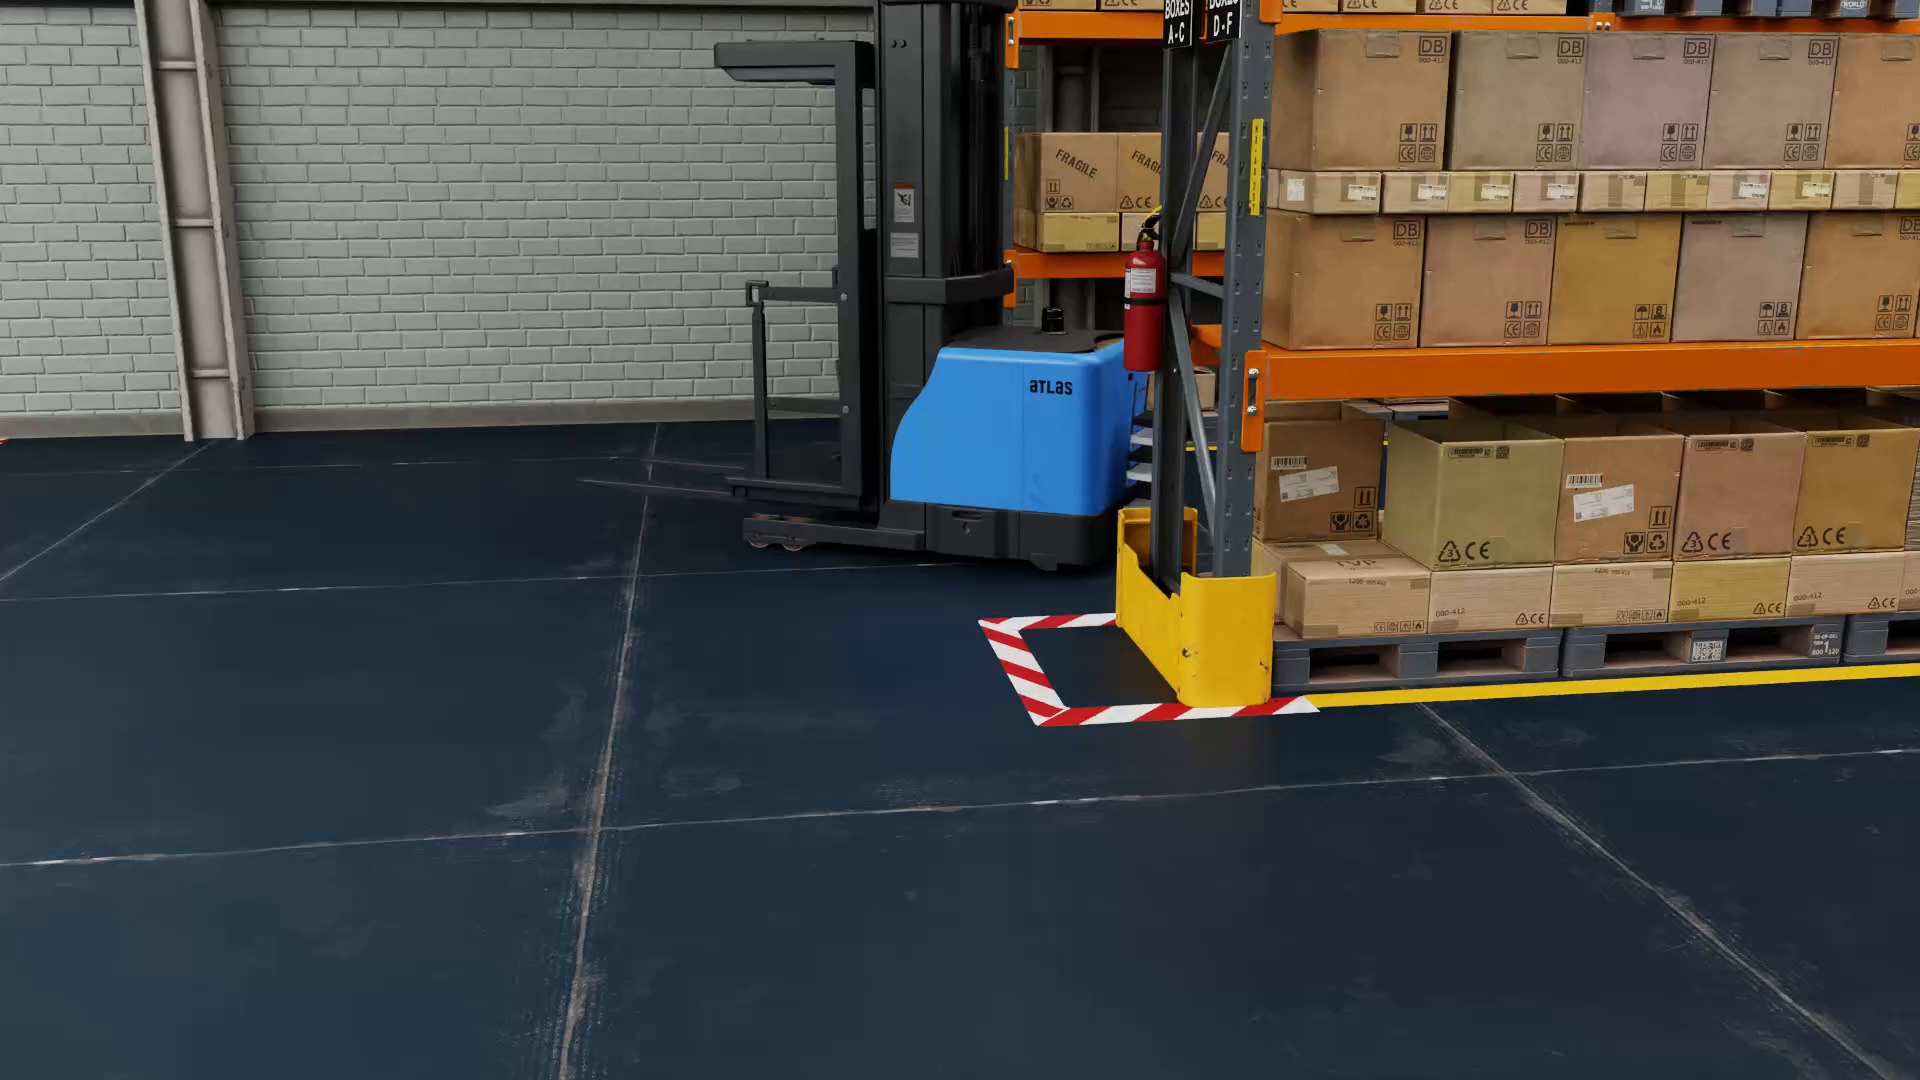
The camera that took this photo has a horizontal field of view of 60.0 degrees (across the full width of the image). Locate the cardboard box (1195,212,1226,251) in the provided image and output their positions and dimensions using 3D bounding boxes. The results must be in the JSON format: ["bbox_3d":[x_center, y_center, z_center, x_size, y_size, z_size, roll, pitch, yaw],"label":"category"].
[{"bbox_3d":[1.756,-2.081,11.120,0.500,0.250,0.500,-2,14,-9],"label":"cardboard box"}]

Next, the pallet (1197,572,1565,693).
[{"bbox_3d":[1.702,0.343,6.921,1.213,0.211,1.003,-2,14,-8],"label":"pallet"}]

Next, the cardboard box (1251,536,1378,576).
[{"bbox_3d":[1.439,0.068,7.075,0.500,0.250,0.500,-2,14,-8],"label":"cardboard box"}]

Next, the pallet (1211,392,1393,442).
[{"bbox_3d":[2.298,-0.878,11.788,1.213,0.211,1.003,-2,14,-8],"label":"pallet"}]

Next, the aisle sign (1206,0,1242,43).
[{"bbox_3d":[0.933,-2.157,5.811,0.004,0.787,0.394,-2,14,-8],"label":"aisle sign"}]

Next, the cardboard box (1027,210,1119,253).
[{"bbox_3d":[0.741,-2.042,10.963,0.500,0.250,0.500,-3,14,-10],"label":"cardboard box"}]

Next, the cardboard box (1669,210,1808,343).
[{"bbox_3d":[2.946,-1.091,6.700,0.500,0.500,0.700,-2,14,-7],"label":"cardboard box"}]

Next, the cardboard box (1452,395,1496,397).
[{"bbox_3d":[3.641,-1.121,11.945,0.250,0.166,0.380,-4,15,-16],"label":"cardboard box"}]

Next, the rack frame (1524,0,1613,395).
[{"bbox_3d":[4.166,-2.308,11.760,0.127,3.000,1.000,-2,14,-8],"label":"rack frame"}]

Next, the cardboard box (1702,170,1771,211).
[{"bbox_3d":[2.893,-1.353,6.411,0.250,0.149,0.380,-2,14,-8],"label":"cardboard box"}]

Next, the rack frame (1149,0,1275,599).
[{"bbox_3d":[0.952,-0.972,6.431,0.127,3.000,1.000,-2,14,-8],"label":"rack frame"}]

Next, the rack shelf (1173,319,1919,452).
[{"bbox_3d":[2.930,-0.695,6.807,4.000,0.370,1.077,-2,14,-8],"label":"rack shelf"}]

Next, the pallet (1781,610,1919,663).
[{"bbox_3d":[4.115,0.254,7.273,1.213,0.211,1.003,-2,14,-8],"label":"pallet"}]

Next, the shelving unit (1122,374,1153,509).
[{"bbox_3d":[0.956,-0.345,8.219,0.210,0.900,0.258,10,17,20],"label":"shelving unit"}]

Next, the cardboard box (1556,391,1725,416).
[{"bbox_3d":[2.920,-0.354,7.215,0.500,0.500,0.500,-2,14,-8],"label":"cardboard box"}]

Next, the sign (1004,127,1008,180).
[{"bbox_3d":[0.292,-2.453,10.556,0.005,0.325,0.100,-2,14,-8],"label":"sign"}]

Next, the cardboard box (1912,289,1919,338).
[{"bbox_3d":[3.949,-1.127,6.844,0.500,0.500,0.700,-2,14,-9],"label":"cardboard box"}]

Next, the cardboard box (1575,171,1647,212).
[{"bbox_3d":[2.393,-1.335,6.341,0.250,0.149,0.380,-3,14,-10],"label":"cardboard box"}]

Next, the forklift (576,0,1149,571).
[{"bbox_3d":[-0.579,-1.477,8.587,3.031,2.935,1.130,5,15,21],"label":"forklift"}]

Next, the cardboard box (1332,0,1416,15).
[{"bbox_3d":[2.659,-3.699,10.893,0.500,0.500,0.500,-3,14,-11],"label":"cardboard box"}]

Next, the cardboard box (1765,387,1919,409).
[{"bbox_3d":[3.909,-0.389,7.354,0.500,0.500,0.500,-2,14,-8],"label":"cardboard box"}]

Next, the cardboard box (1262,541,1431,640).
[{"bbox_3d":[1.516,0.192,6.578,0.500,0.250,0.500,-2,14,-8],"label":"cardboard box"}]

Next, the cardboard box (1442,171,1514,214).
[{"bbox_3d":[1.880,-1.316,6.265,0.250,0.149,0.380,-2,14,-8],"label":"cardboard box"}]

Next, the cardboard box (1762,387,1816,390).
[{"bbox_3d":[5.905,-1.379,12.290,0.500,0.500,0.700,-2,14,-8],"label":"cardboard box"}]

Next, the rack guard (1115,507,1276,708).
[{"bbox_3d":[0.929,0.241,6.731,0.348,0.500,1.175,-2,14,-8],"label":"rack guard"}]

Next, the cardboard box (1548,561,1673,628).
[{"bbox_3d":[2.504,0.155,6.726,0.500,0.250,0.500,-2,14,-8],"label":"cardboard box"}]

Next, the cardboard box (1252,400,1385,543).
[{"bbox_3d":[1.438,-0.297,6.986,0.500,0.500,0.500,-2,14,-8],"label":"cardboard box"}]

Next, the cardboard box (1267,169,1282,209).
[{"bbox_3d":[1.302,-1.395,6.578,0.250,0.149,0.380,-2,14,-9],"label":"cardboard box"}]

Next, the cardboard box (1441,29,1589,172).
[{"bbox_3d":[1.987,-1.686,6.405,0.500,0.500,0.700,-2,14,-10],"label":"cardboard box"}]

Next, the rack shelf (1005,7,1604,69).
[{"bbox_3d":[2.188,-3.342,11.193,4.000,0.370,1.077,-2,14,-8],"label":"rack shelf"}]

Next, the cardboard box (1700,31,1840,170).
[{"bbox_3d":[2.981,-1.722,6.551,0.500,0.500,0.700,-2,14,-8],"label":"cardboard box"}]

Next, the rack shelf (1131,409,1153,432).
[{"bbox_3d":[0.973,-0.573,8.155,0.200,0.077,0.258,10,17,20],"label":"rack shelf"}]

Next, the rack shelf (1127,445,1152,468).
[{"bbox_3d":[0.960,-0.400,8.204,0.200,0.077,0.258,10,17,20],"label":"rack shelf"}]

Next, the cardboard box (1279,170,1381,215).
[{"bbox_3d":[1.372,-1.297,6.190,0.250,0.149,0.380,-2,14,-9],"label":"cardboard box"}]

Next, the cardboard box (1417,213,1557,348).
[{"bbox_3d":[1.934,-1.054,6.554,0.500,0.500,0.700,-2,14,-7],"label":"cardboard box"}]

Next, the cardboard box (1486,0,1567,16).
[{"bbox_3d":[3.701,-3.744,11.070,0.500,0.500,0.500,-2,14,-7],"label":"cardboard box"}]

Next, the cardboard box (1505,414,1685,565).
[{"bbox_3d":[2.502,-0.211,6.646,0.500,0.500,0.500,-2,14,-8],"label":"cardboard box"}]

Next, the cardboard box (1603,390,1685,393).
[{"bbox_3d":[4.891,-1.340,12.132,0.500,0.500,0.700,-2,14,-6],"label":"cardboard box"}]

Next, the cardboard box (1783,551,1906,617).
[{"bbox_3d":[3.494,0.120,6.866,0.500,0.250,0.500,-2,14,-8],"label":"cardboard box"}]

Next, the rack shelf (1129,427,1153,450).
[{"bbox_3d":[0.966,-0.486,8.180,0.200,0.077,0.258,10,17,20],"label":"rack shelf"}]

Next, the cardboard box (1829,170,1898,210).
[{"bbox_3d":[3.415,-1.373,6.491,0.250,0.149,0.380,-2,14,-7],"label":"cardboard box"}]

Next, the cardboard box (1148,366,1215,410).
[{"bbox_3d":[1.472,-1.097,11.551,0.500,0.311,0.500,-1,14,-4],"label":"cardboard box"}]

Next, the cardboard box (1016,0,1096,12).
[{"bbox_3d":[0.579,-3.628,10.611,0.500,0.500,0.500,-2,14,-7],"label":"cardboard box"}]

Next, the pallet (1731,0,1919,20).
[{"bbox_3d":[5.817,-3.707,11.557,1.003,0.211,1.213,-2,14,-8],"label":"pallet"}]

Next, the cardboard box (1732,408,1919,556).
[{"bbox_3d":[3.492,-0.247,6.787,0.500,0.500,0.500,-2,14,-8],"label":"cardboard box"}]

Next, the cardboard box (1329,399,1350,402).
[{"bbox_3d":[2.581,-1.086,11.841,0.250,0.149,0.380,-3,14,-13],"label":"cardboard box"}]

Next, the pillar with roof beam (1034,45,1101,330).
[{"bbox_3d":[1.415,-4.271,7.254,0.400,9.000,9.100,-2,14,-8],"label":"pillar with roof beam"}]

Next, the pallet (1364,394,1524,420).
[{"bbox_3d":[3.507,-0.923,11.968,1.213,0.211,1.003,-2,14,-8],"label":"pallet"}]

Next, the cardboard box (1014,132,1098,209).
[{"bbox_3d":[0.645,-2.532,11.378,0.500,0.500,0.500,-2,14,-9],"label":"cardboard box"}]

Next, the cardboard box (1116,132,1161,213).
[{"bbox_3d":[1.218,-2.425,10.949,0.500,0.500,0.500,-2,14,-8],"label":"cardboard box"}]
